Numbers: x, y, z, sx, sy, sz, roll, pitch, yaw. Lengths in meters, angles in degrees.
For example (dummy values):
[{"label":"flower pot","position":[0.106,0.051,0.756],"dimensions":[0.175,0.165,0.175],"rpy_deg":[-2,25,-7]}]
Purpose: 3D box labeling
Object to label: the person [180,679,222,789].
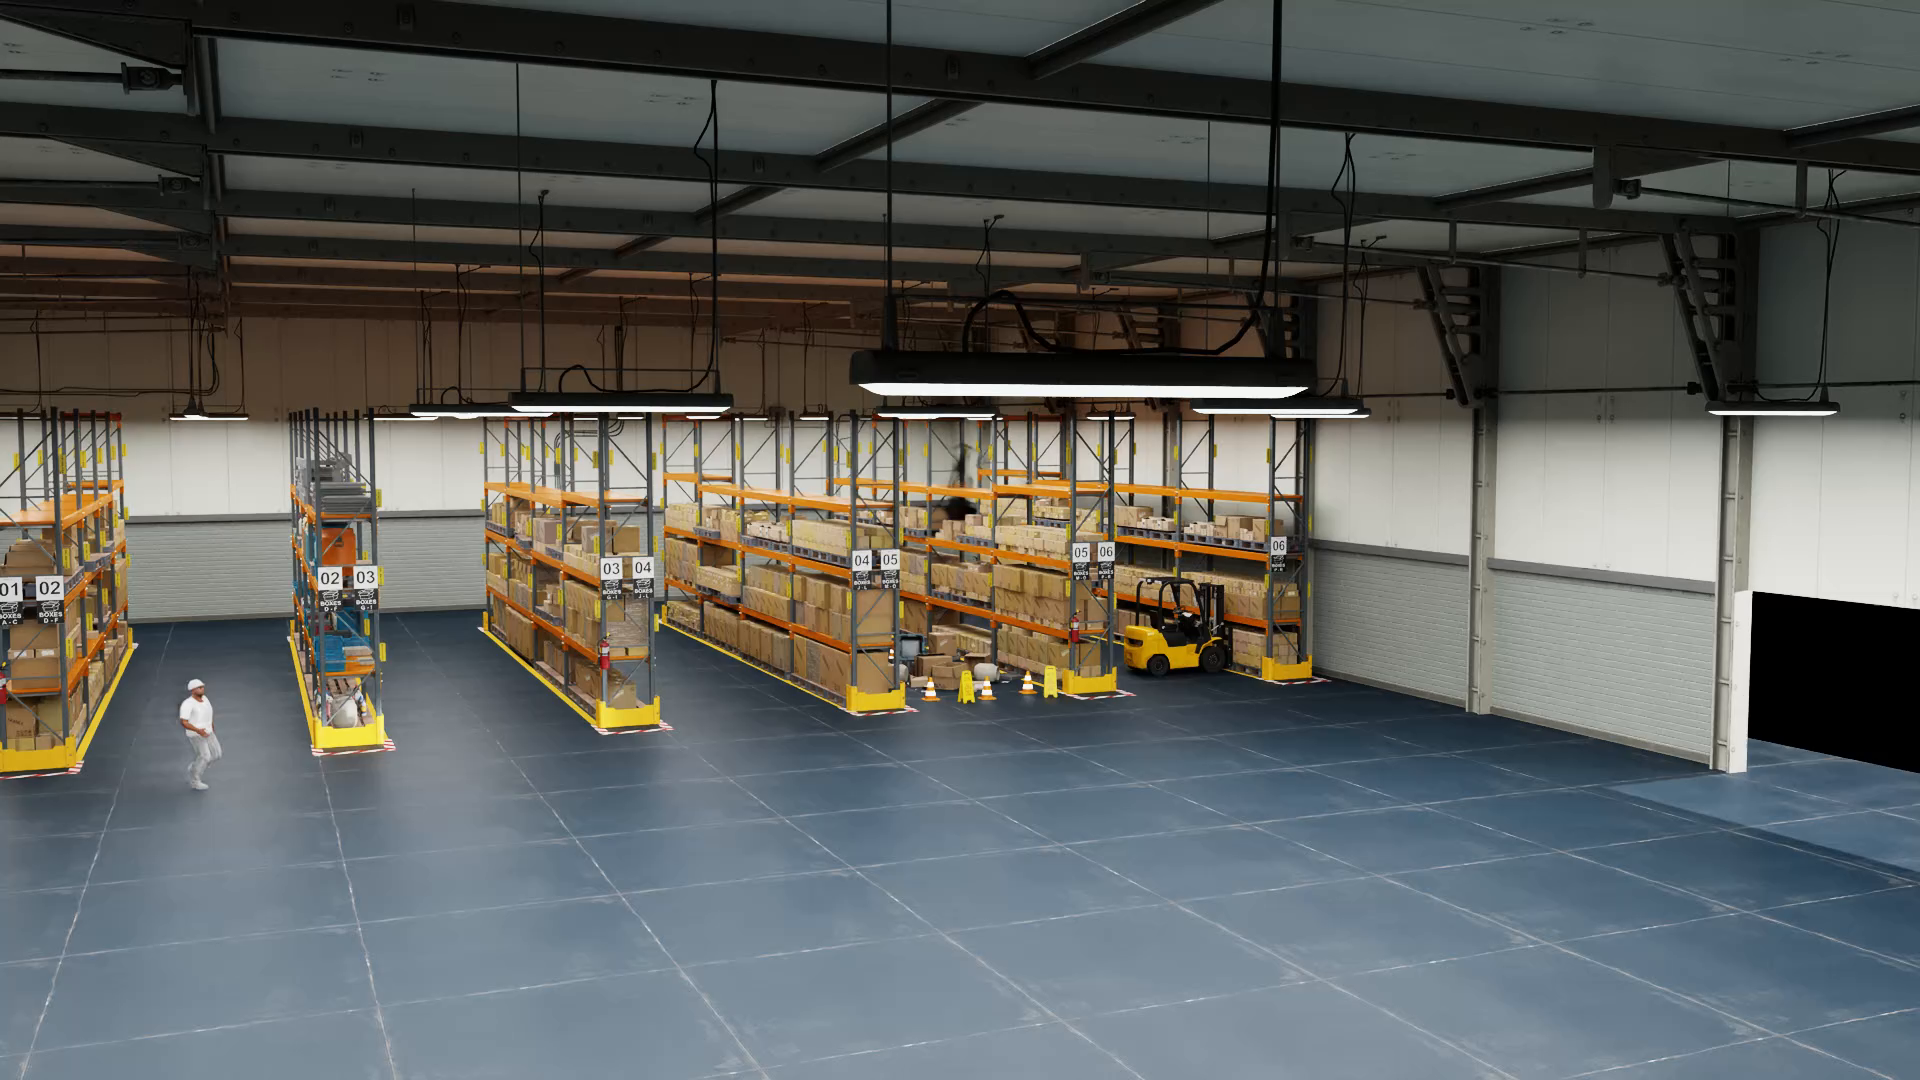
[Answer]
[{"label":"person","position":[-11.903,3.037,26.075],"dimensions":[0.526,1.725,0.705],"rpy_deg":[1,4,8]}]
